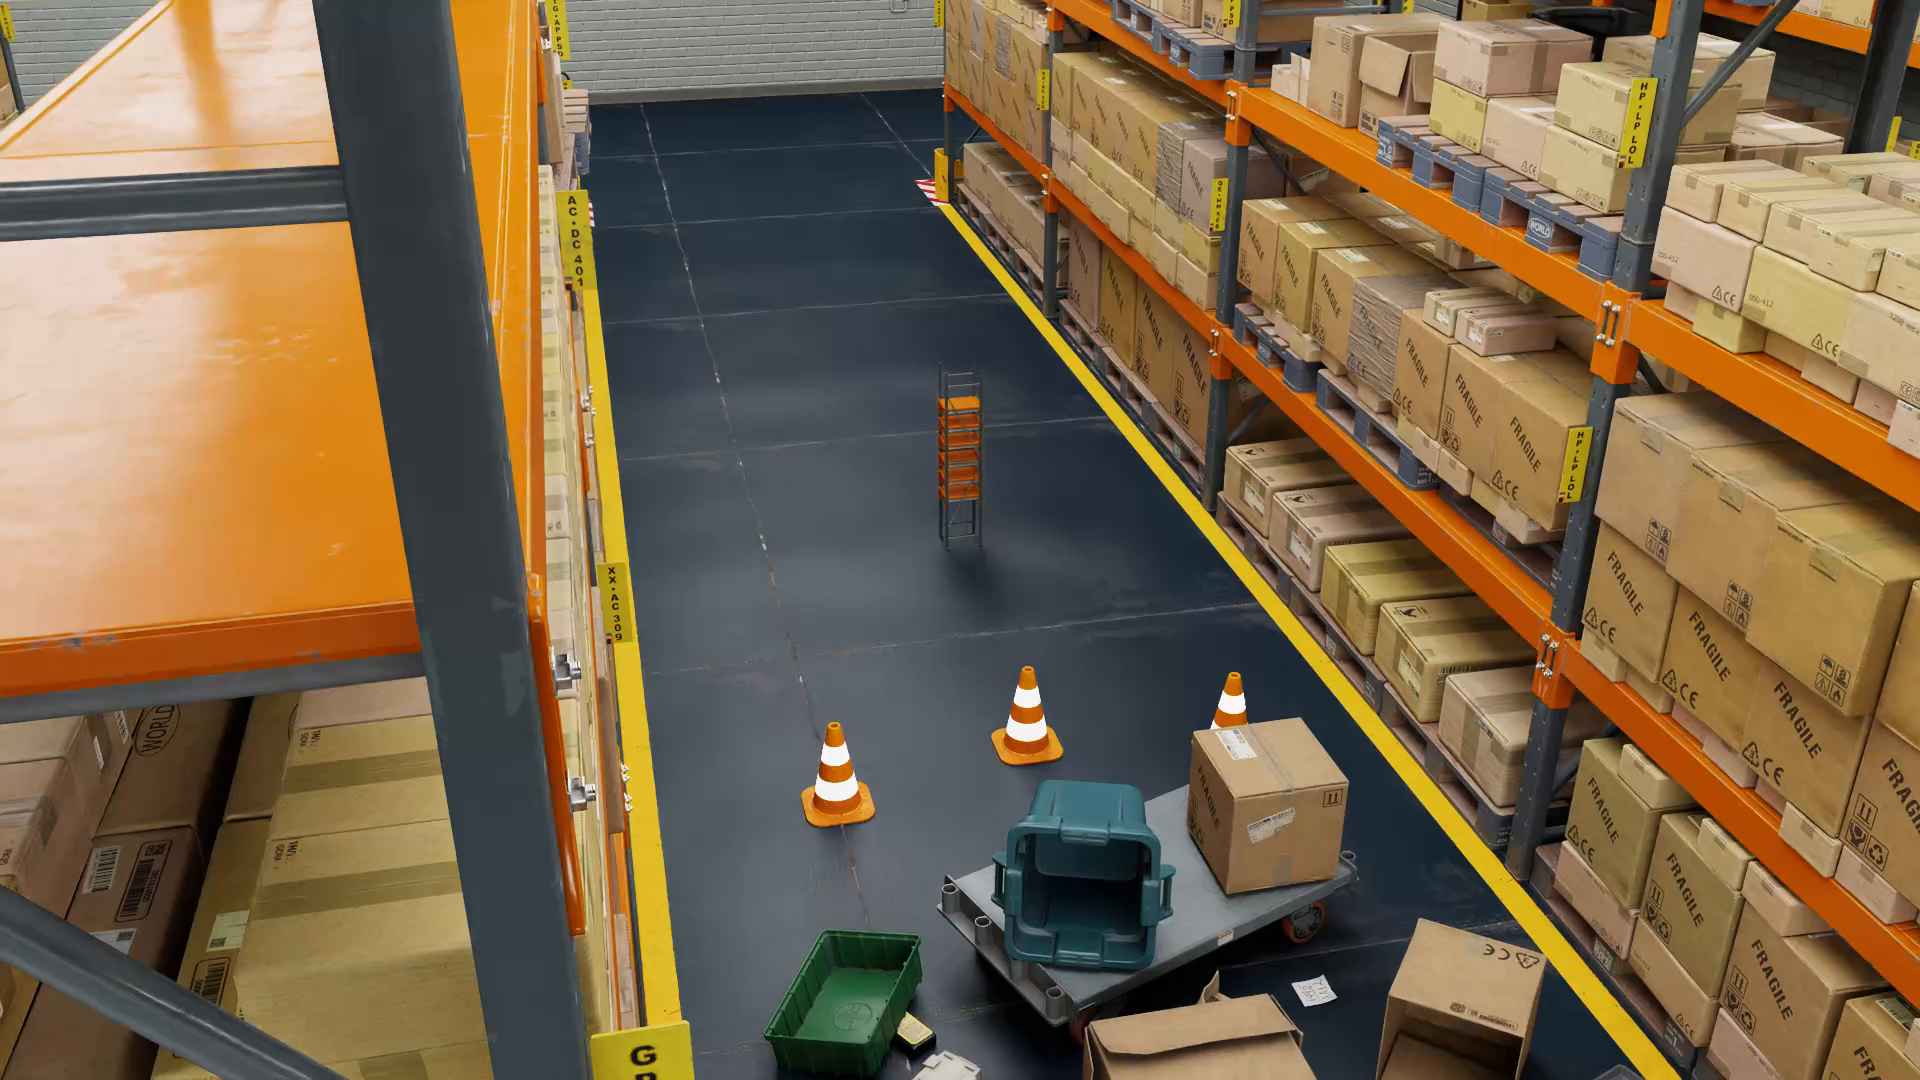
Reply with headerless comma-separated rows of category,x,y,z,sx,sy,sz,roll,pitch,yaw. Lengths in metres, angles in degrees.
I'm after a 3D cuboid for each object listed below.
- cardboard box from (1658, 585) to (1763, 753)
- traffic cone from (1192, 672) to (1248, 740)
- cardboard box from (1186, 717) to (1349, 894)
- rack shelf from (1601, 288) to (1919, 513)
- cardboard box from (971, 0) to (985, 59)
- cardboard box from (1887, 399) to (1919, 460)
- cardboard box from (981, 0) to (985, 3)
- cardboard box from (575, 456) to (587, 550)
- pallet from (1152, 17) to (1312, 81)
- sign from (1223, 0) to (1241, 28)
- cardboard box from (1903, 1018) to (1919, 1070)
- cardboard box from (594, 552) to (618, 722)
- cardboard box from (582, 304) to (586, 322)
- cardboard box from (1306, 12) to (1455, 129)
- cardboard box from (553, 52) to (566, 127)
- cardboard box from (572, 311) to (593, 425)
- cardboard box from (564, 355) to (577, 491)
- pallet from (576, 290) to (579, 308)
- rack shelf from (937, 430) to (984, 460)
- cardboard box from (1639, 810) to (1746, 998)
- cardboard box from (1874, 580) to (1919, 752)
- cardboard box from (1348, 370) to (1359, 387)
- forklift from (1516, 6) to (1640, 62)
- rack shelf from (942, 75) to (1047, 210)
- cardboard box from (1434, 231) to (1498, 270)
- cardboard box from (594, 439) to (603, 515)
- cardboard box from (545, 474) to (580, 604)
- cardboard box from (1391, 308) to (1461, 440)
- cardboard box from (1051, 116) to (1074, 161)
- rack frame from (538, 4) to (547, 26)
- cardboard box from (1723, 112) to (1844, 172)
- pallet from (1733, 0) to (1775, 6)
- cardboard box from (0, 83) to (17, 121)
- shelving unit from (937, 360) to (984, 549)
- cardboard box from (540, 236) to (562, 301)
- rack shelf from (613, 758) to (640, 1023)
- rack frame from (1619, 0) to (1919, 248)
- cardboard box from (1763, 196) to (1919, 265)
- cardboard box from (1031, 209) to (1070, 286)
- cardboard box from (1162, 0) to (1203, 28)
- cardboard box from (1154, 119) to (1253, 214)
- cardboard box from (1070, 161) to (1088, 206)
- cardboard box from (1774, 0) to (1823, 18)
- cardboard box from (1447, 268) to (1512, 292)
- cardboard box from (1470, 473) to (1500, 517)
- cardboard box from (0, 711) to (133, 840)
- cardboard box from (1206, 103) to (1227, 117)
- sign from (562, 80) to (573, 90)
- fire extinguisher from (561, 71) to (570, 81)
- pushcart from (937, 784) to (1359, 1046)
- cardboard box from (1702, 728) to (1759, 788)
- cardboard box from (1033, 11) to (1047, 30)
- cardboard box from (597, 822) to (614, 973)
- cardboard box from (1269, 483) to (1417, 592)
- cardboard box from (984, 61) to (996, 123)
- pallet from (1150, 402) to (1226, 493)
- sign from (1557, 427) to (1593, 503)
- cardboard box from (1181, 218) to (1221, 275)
cardboard box,2.994,0.419,6.149,0.500,0.500,0.500,-6,27,-12
traffic cone,1.387,0.888,8.478,0.336,0.463,0.334,-6,27,-12
cardboard box,1.303,1.129,7.118,0.500,0.500,0.500,-6,27,-12
rack shelf,3.481,0.018,4.856,1.077,0.370,4.000,-6,27,-12
cardboard box,0.404,-4.911,15.930,0.500,0.500,0.500,-6,27,-12
cardboard box,3.067,-0.333,5.030,0.380,0.149,0.250,-6,28,-13
cardboard box,0.415,-5.136,15.657,0.380,0.149,0.250,-6,27,-11
cardboard box,-1.087,-0.068,3.929,0.380,0.149,0.250,-6,27,-12
pallet,1.932,-3.131,10.504,1.213,0.211,1.003,-5,27,-9
sign,1.587,-3.151,9.673,0.100,0.325,0.005,-6,27,-12
cardboard box,3.238,1.623,5.239,0.380,0.149,0.250,-5,27,-9
cardboard box,-1.626,0.402,6.514,0.500,0.500,0.500,-6,27,-11
cardboard box,-3.341,-1.915,13.913,0.380,0.149,0.250,-7,28,-14
cardboard box,2.333,-2.565,9.063,0.700,0.500,0.500,-6,27,-12
cardboard box,-2.143,-2.155,7.883,0.500,0.311,0.500,-6,27,-12
cardboard box,-2.308,-0.926,9.144,0.500,0.500,0.500,-6,27,-12
cardboard box,-1.184,-0.301,3.947,0.500,0.250,0.500,-6,27,-12
pallet,-2.935,-1.268,10.146,1.213,0.211,1.003,-6,27,-12
rack shelf,0.003,-0.597,10.433,0.258,0.103,0.180,-6,27,-12
cardboard box,3.033,1.383,6.434,0.500,0.500,0.500,-5,27,-10
cardboard box,3.305,0.418,5.042,0.700,0.500,0.500,-6,27,-12
cardboard box,2.343,-0.919,9.055,0.380,0.149,0.250,-5,27,-10
forklift,4.381,-2.136,11.730,1.130,2.935,3.031,-6,27,-12
rack shelf,0.777,-3.911,15.969,1.077,0.370,4.000,-6,27,-12
cardboard box,2.773,-1.563,8.892,0.380,0.149,0.250,-7,28,-14
cardboard box,-2.582,-0.460,10.640,0.500,0.500,0.500,-7,28,-14
cardboard box,-0.861,0.020,2.869,0.380,0.149,0.250,-6,27,-12
cardboard box,2.480,-0.832,8.162,0.500,0.500,0.500,-5,27,-10
cardboard box,1.052,-3.289,13.549,0.500,0.250,0.500,-7,28,-13
rack frame,-2.671,-3.730,8.153,1.000,3.000,0.127,-6,27,-12
cardboard box,3.290,-1.599,6.961,0.500,0.250,0.500,-7,28,-13
pallet,6.378,-4.367,12.953,1.213,0.211,1.003,-6,27,-12
cardboard box,-8.961,-3.984,15.151,0.500,0.250,0.500,-6,27,-12
shelving unit,0.003,-0.529,10.467,0.258,1.200,0.189,-6,27,-12
cardboard box,-1.207,-0.651,4.199,0.380,0.149,0.250,-5,27,-11
rack shelf,-1.319,1.904,4.448,1.077,0.370,4.000,-6,27,-12
rack frame,3.031,-2.521,5.757,1.000,3.000,0.127,-6,27,-12
cardboard box,2.921,-1.026,5.519,0.380,0.149,0.250,-7,28,-13
cardboard box,1.191,-2.685,15.118,0.875,0.438,0.875,-6,27,-12
cardboard box,1.721,-3.585,10.618,0.700,0.500,0.500,-7,28,-14
cardboard box,1.634,-2.514,11.182,0.500,0.500,0.500,-5,27,-11
cardboard box,1.188,-2.841,13.215,0.500,0.250,0.500,-7,28,-13
cardboard box,6.385,-4.017,12.218,0.500,0.250,0.500,-6,27,-12
cardboard box,2.867,-1.105,8.703,0.500,0.500,0.500,-7,28,-14
cardboard box,2.604,-0.233,7.696,0.380,0.149,0.250,-7,28,-13
cardboard box,-1.387,0.310,2.295,0.380,0.149,0.250,-5,27,-11
cardboard box,2.034,-2.776,11.701,0.500,0.500,0.500,-5,27,-10
sign,-3.032,-3.382,12.837,0.100,0.325,0.005,-6,27,-12
fire extinguisher,-4.081,-4.520,16.876,0.296,0.674,0.183,-6,27,-12
pushcart,0.821,1.582,7.198,1.648,0.377,0.936,-16,31,-29
cardboard box,3.008,0.772,6.171,0.380,0.149,0.250,-5,27,-10
cardboard box,0.848,-4.475,14.347,0.380,0.149,0.250,-6,27,-12
cardboard box,-0.747,0.597,2.612,0.380,0.149,0.250,-6,27,-11
cardboard box,2.421,-0.041,9.952,0.950,0.372,0.625,-6,27,-13
cardboard box,0.522,-4.253,15.736,0.500,0.500,0.500,-5,27,-10
pallet,2.025,-0.707,11.917,1.003,0.211,1.213,-6,27,-12
sign,2.491,-0.302,6.733,0.100,0.325,0.005,-6,27,-12
cardboard box,1.773,-1.942,10.880,0.500,0.250,0.500,-6,27,-12
